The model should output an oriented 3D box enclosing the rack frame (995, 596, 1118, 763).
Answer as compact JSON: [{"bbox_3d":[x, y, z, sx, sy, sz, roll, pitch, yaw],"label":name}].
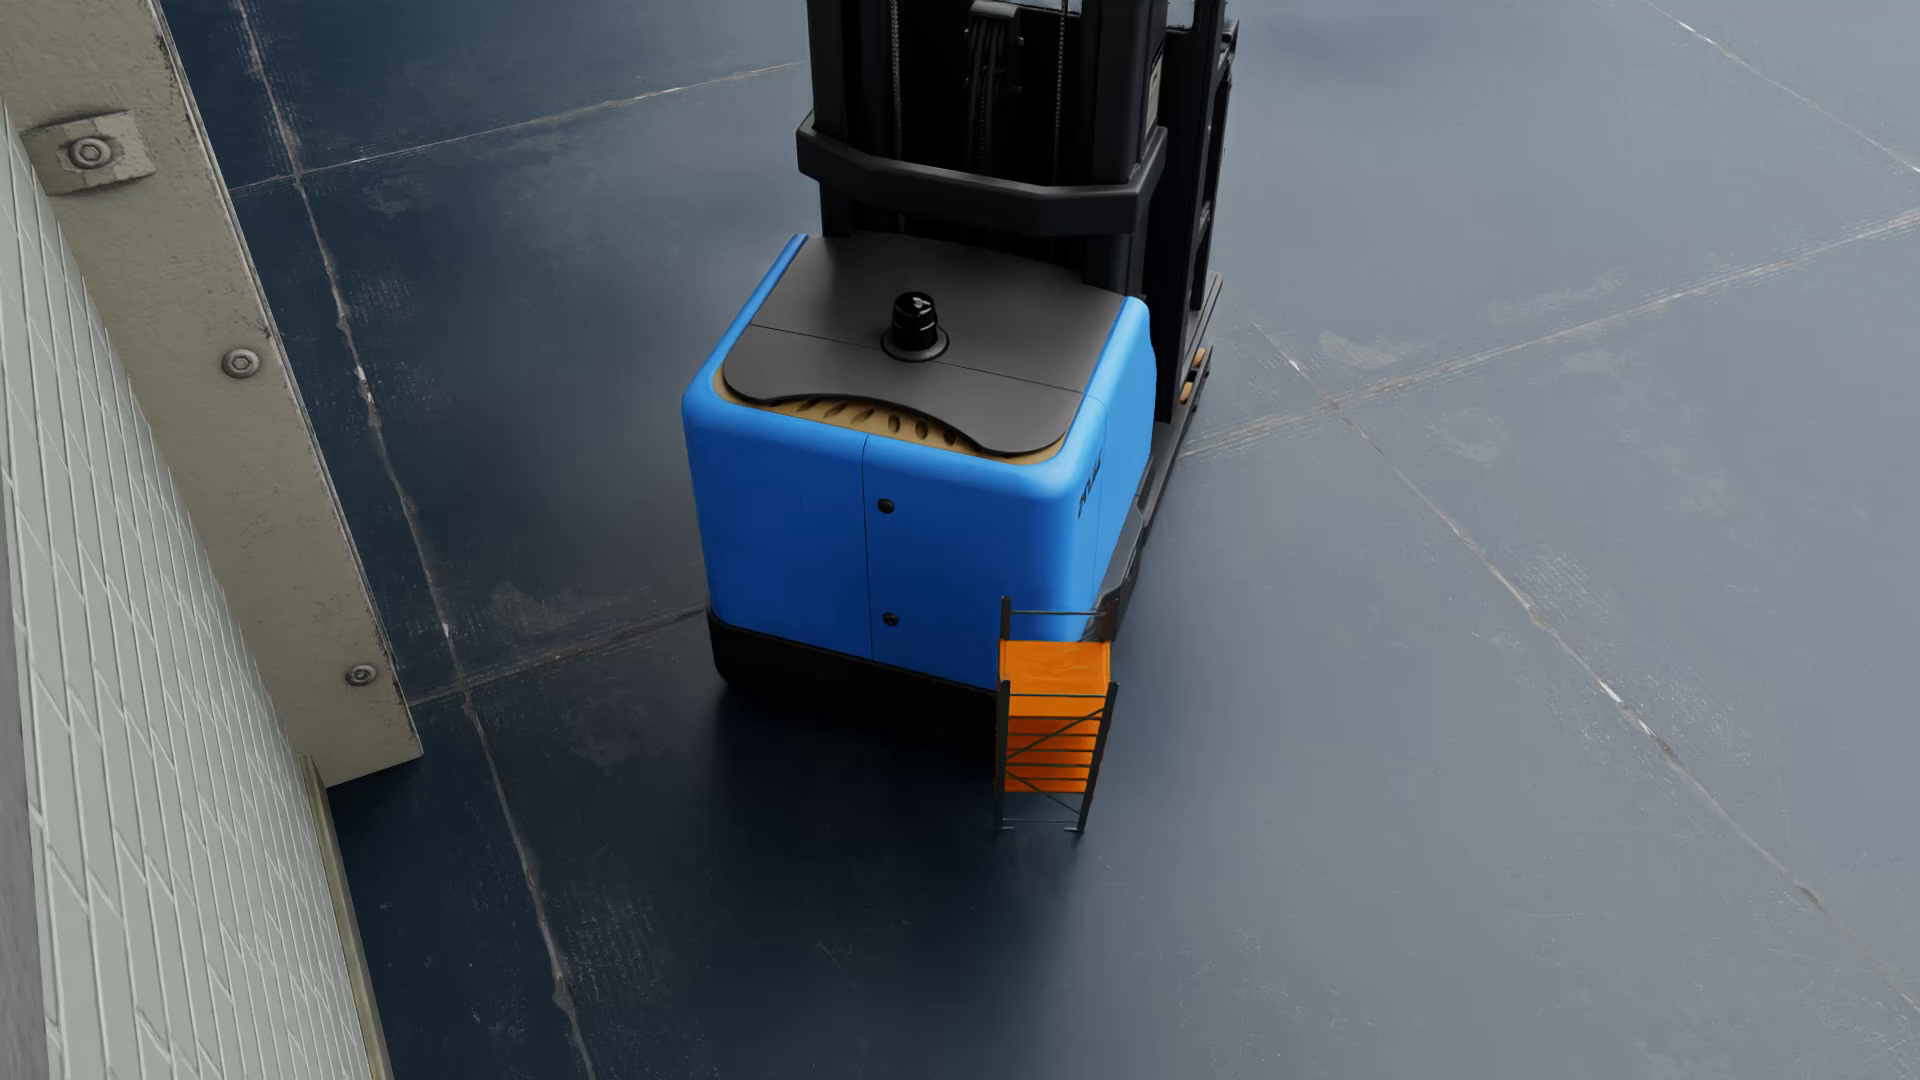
[{"bbox_3d":[0.211,0.364,3.987,0.240,1.200,0.006,1,66,1],"label":"rack frame"}]

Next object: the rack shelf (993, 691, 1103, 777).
[{"bbox_3d":[0.210,0.466,3.990,0.258,0.103,0.180,1,66,1],"label":"rack shelf"}]

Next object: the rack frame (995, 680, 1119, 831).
[{"bbox_3d":[0.207,0.531,3.912,0.240,1.200,0.006,1,66,1],"label":"rack frame"}]

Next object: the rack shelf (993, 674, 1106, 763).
[{"bbox_3d":[0.209,0.417,3.880,0.258,0.103,0.180,1,66,1],"label":"rack shelf"}]

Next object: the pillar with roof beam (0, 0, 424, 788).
[{"bbox_3d":[2.187,-3.955,2.851,9.100,9.000,0.400,-18,47,-17],"label":"pillar with roof beam"}]

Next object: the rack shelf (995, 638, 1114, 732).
[{"bbox_3d":[0.207,0.320,3.661,0.258,0.103,0.180,1,66,1],"label":"rack shelf"}]

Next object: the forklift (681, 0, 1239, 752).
[{"bbox_3d":[0.236,-1.499,4.682,1.130,2.935,3.031,13,46,13],"label":"forklift"}]

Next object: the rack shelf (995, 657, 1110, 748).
[{"bbox_3d":[0.208,0.368,3.771,0.258,0.103,0.180,1,66,1],"label":"rack shelf"}]

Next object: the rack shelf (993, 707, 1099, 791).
[{"bbox_3d":[0.211,0.514,4.100,0.258,0.103,0.180,1,66,1],"label":"rack shelf"}]

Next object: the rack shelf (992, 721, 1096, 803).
[{"bbox_3d":[0.212,0.563,4.210,0.258,0.103,0.180,1,66,1],"label":"rack shelf"}]

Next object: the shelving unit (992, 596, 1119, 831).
[{"bbox_3d":[0.209,0.448,3.950,0.258,1.200,0.189,1,66,1],"label":"shelving unit"}]
